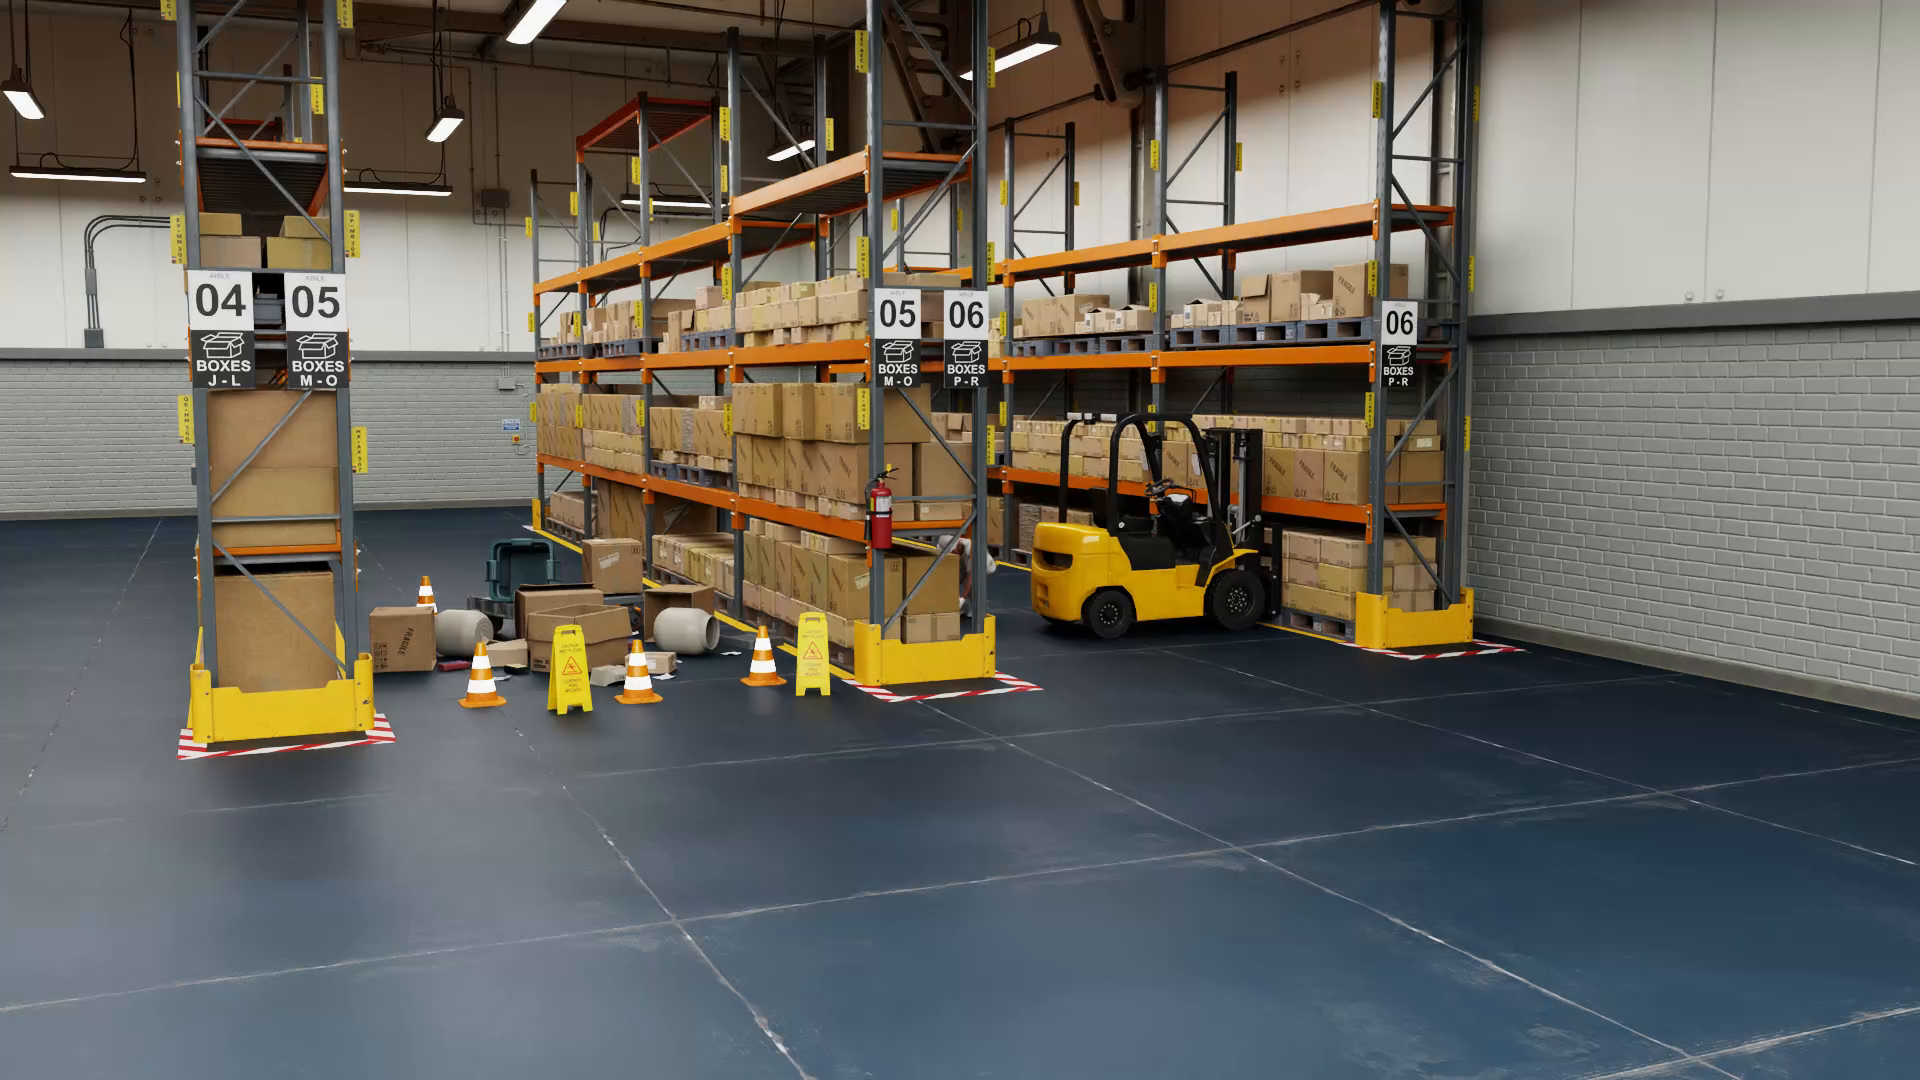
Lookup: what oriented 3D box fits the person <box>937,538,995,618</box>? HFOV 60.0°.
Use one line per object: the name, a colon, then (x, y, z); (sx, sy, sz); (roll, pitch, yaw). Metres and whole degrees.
person: (0.026, 0.385, 17.432); (0.577, 0.875, 0.919); (4, 6, 34)
